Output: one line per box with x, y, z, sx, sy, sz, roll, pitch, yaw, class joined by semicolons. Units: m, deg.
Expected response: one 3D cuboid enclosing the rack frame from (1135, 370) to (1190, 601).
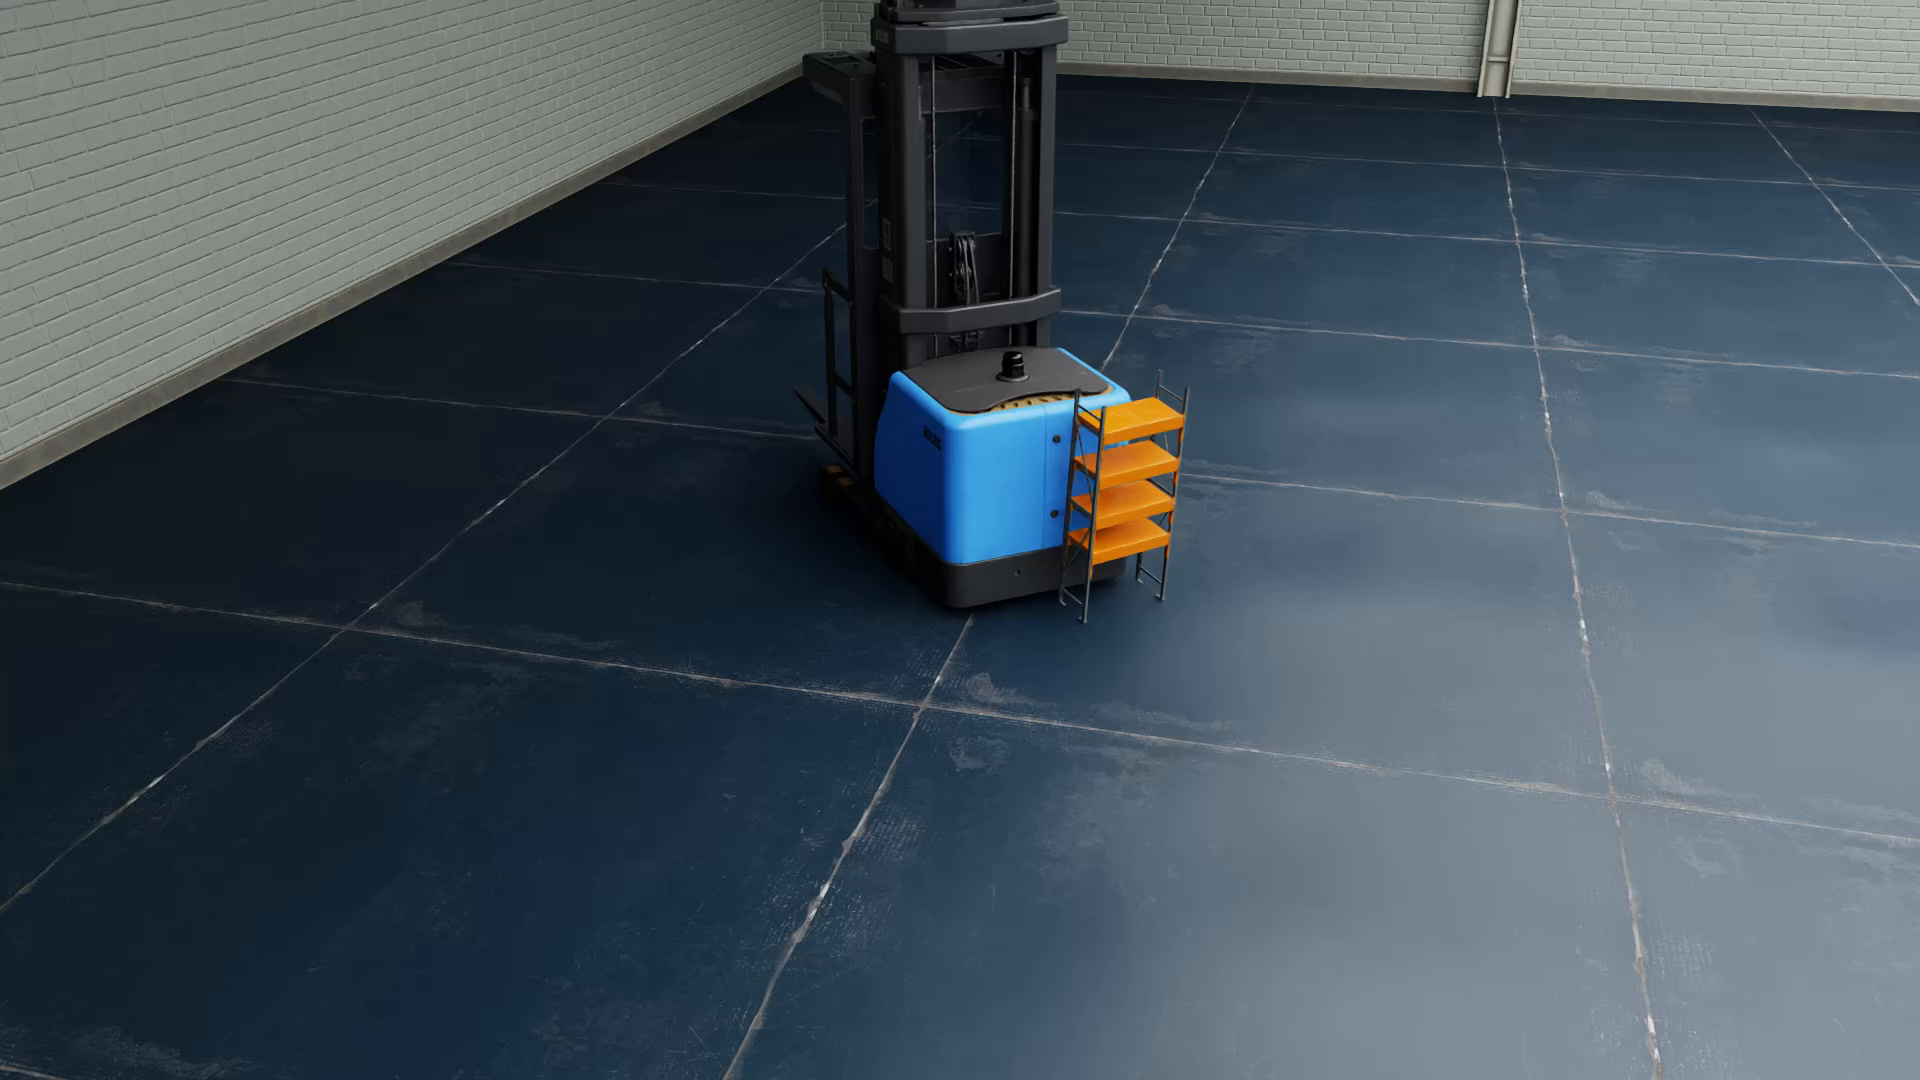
1.014;-0.263;8.382;0.015;1.200;0.240;-14;34;-27;rack frame

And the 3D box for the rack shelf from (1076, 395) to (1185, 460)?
0.820;-0.550;8.076;0.480;0.148;0.258;-14;34;-27;rack shelf

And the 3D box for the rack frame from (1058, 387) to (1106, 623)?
0.593;-0.156;8.159;0.015;1.200;0.240;-14;34;-27;rack frame

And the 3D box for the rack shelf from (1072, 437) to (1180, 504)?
0.810;-0.345;8.193;0.480;0.148;0.258;-14;34;-27;rack shelf

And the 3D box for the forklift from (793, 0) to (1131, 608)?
-0.178;-1.588;9.177;1.130;2.935;3.031;-11;27;-21;forklift

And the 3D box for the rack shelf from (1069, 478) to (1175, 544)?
0.801;-0.151;8.304;0.480;0.148;0.258;-14;34;-27;rack shelf

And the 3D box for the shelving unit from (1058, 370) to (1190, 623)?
0.804;-0.209;8.270;0.503;1.200;0.258;-14;34;-27;shelving unit

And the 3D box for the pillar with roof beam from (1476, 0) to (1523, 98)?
5.697;-7.923;15.423;0.400;9.000;9.100;6;26;13;pillar with roof beam

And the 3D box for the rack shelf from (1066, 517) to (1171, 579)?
0.792;0.021;8.402;0.480;0.148;0.258;-14;34;-27;rack shelf
